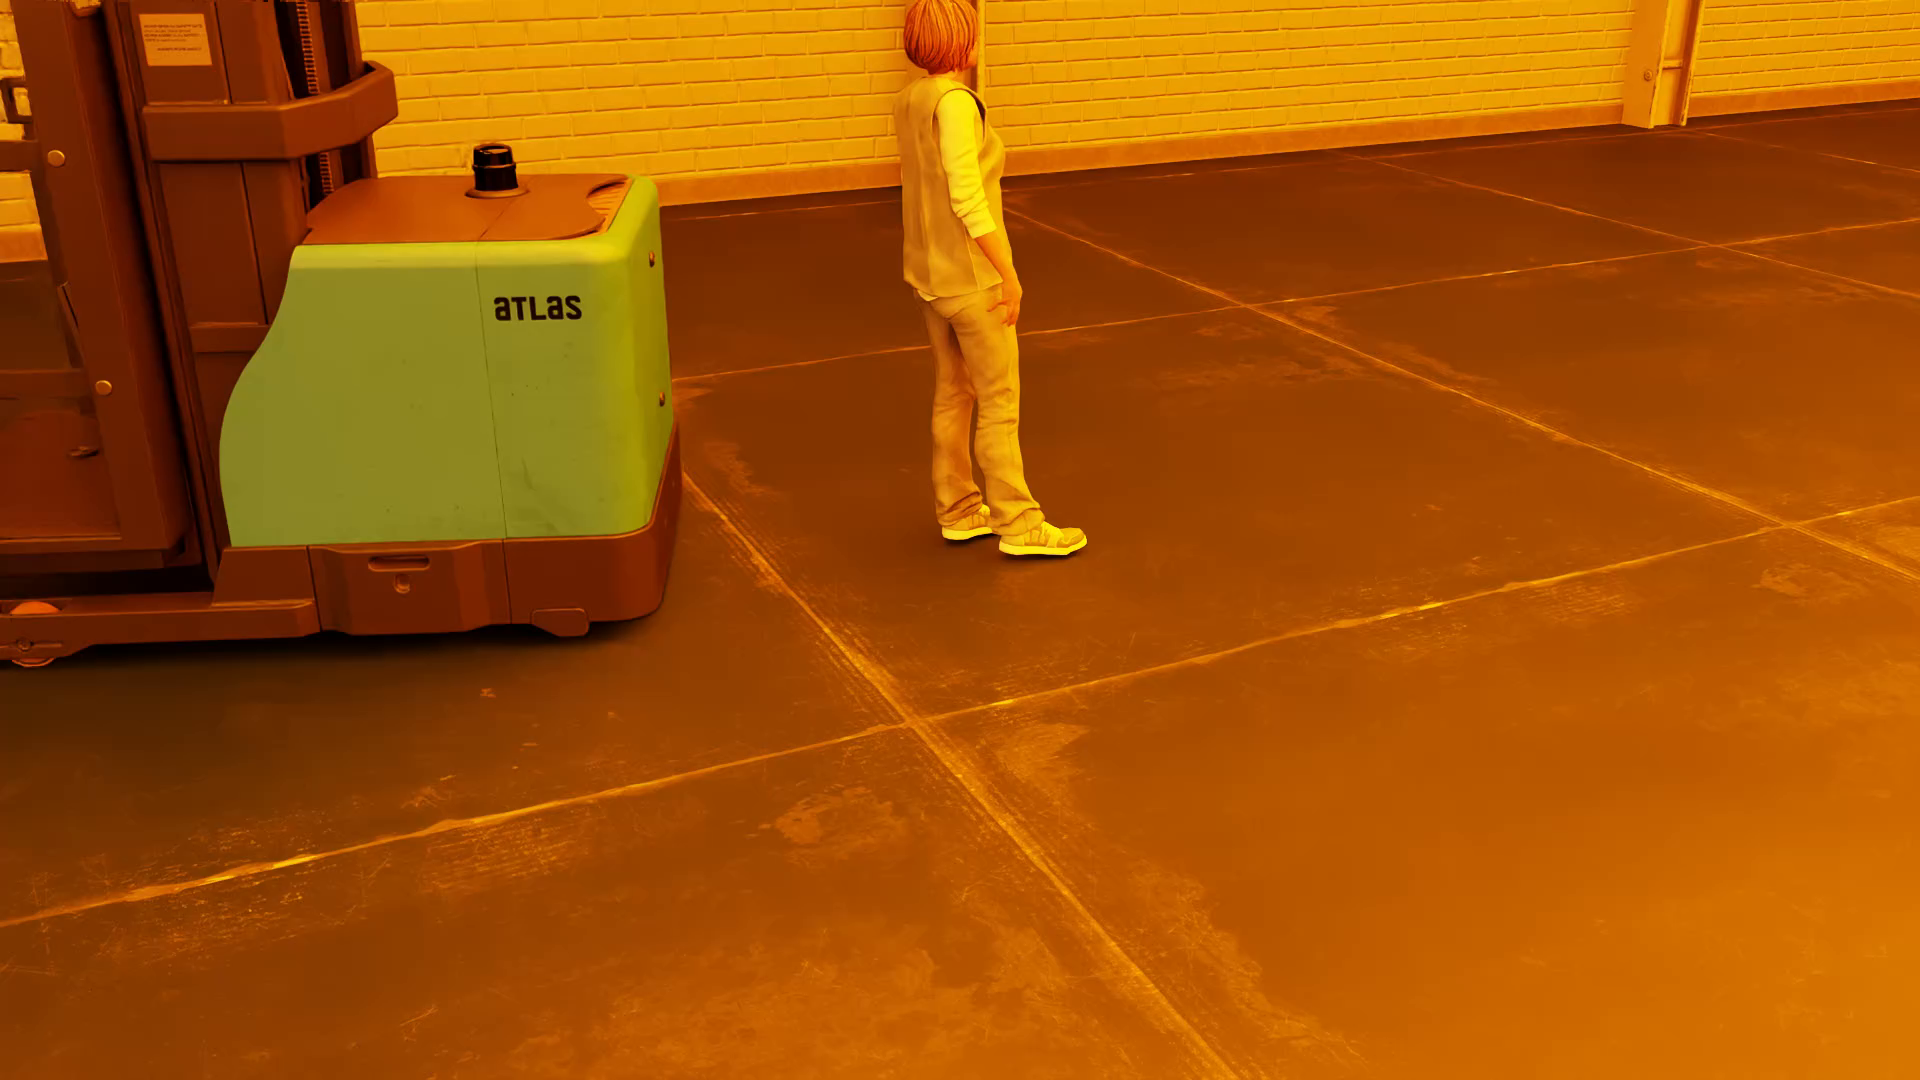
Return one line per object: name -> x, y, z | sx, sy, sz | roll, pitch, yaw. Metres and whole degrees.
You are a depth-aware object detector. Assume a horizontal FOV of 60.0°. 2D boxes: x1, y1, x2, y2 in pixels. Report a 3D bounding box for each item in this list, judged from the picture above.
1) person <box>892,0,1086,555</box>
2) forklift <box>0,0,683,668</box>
person -> 0.073, -0.751, 4.816 | 0.473, 1.599, 0.521 | -10, 25, -23
forklift -> -2.356, -1.229, 4.244 | 3.031, 2.935, 1.130 | -2, 23, -4
